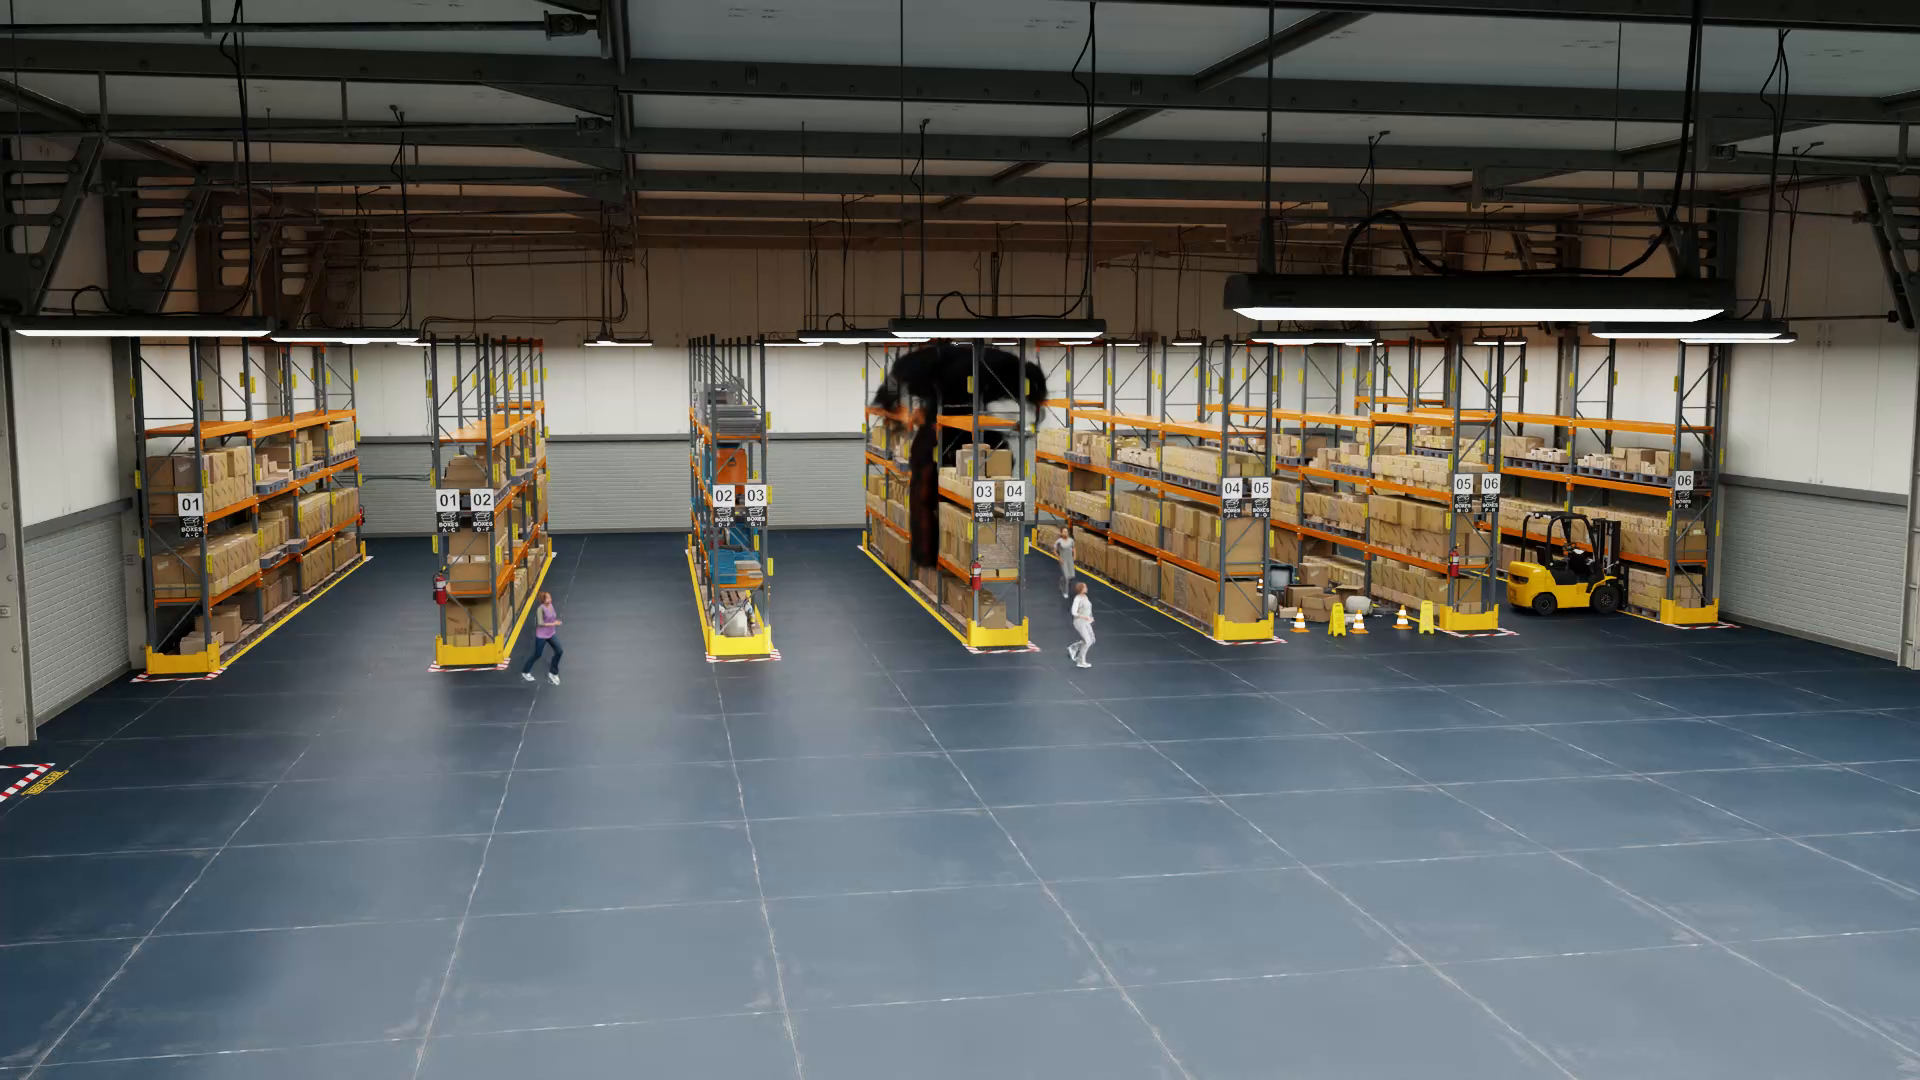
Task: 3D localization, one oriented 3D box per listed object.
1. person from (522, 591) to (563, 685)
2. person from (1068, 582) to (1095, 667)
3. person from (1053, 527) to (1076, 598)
[{"bbox_3d":[-7.115,1.681,28.486,0.833,1.609,0.546,3,7,26],"label":"person"},{"bbox_3d":[2.190,1.521,30.005,0.562,1.550,0.533,3,7,28],"label":"person"},{"bbox_3d":[2.426,0.507,38.553,0.569,1.638,0.553,-2,7,-19],"label":"person"}]
